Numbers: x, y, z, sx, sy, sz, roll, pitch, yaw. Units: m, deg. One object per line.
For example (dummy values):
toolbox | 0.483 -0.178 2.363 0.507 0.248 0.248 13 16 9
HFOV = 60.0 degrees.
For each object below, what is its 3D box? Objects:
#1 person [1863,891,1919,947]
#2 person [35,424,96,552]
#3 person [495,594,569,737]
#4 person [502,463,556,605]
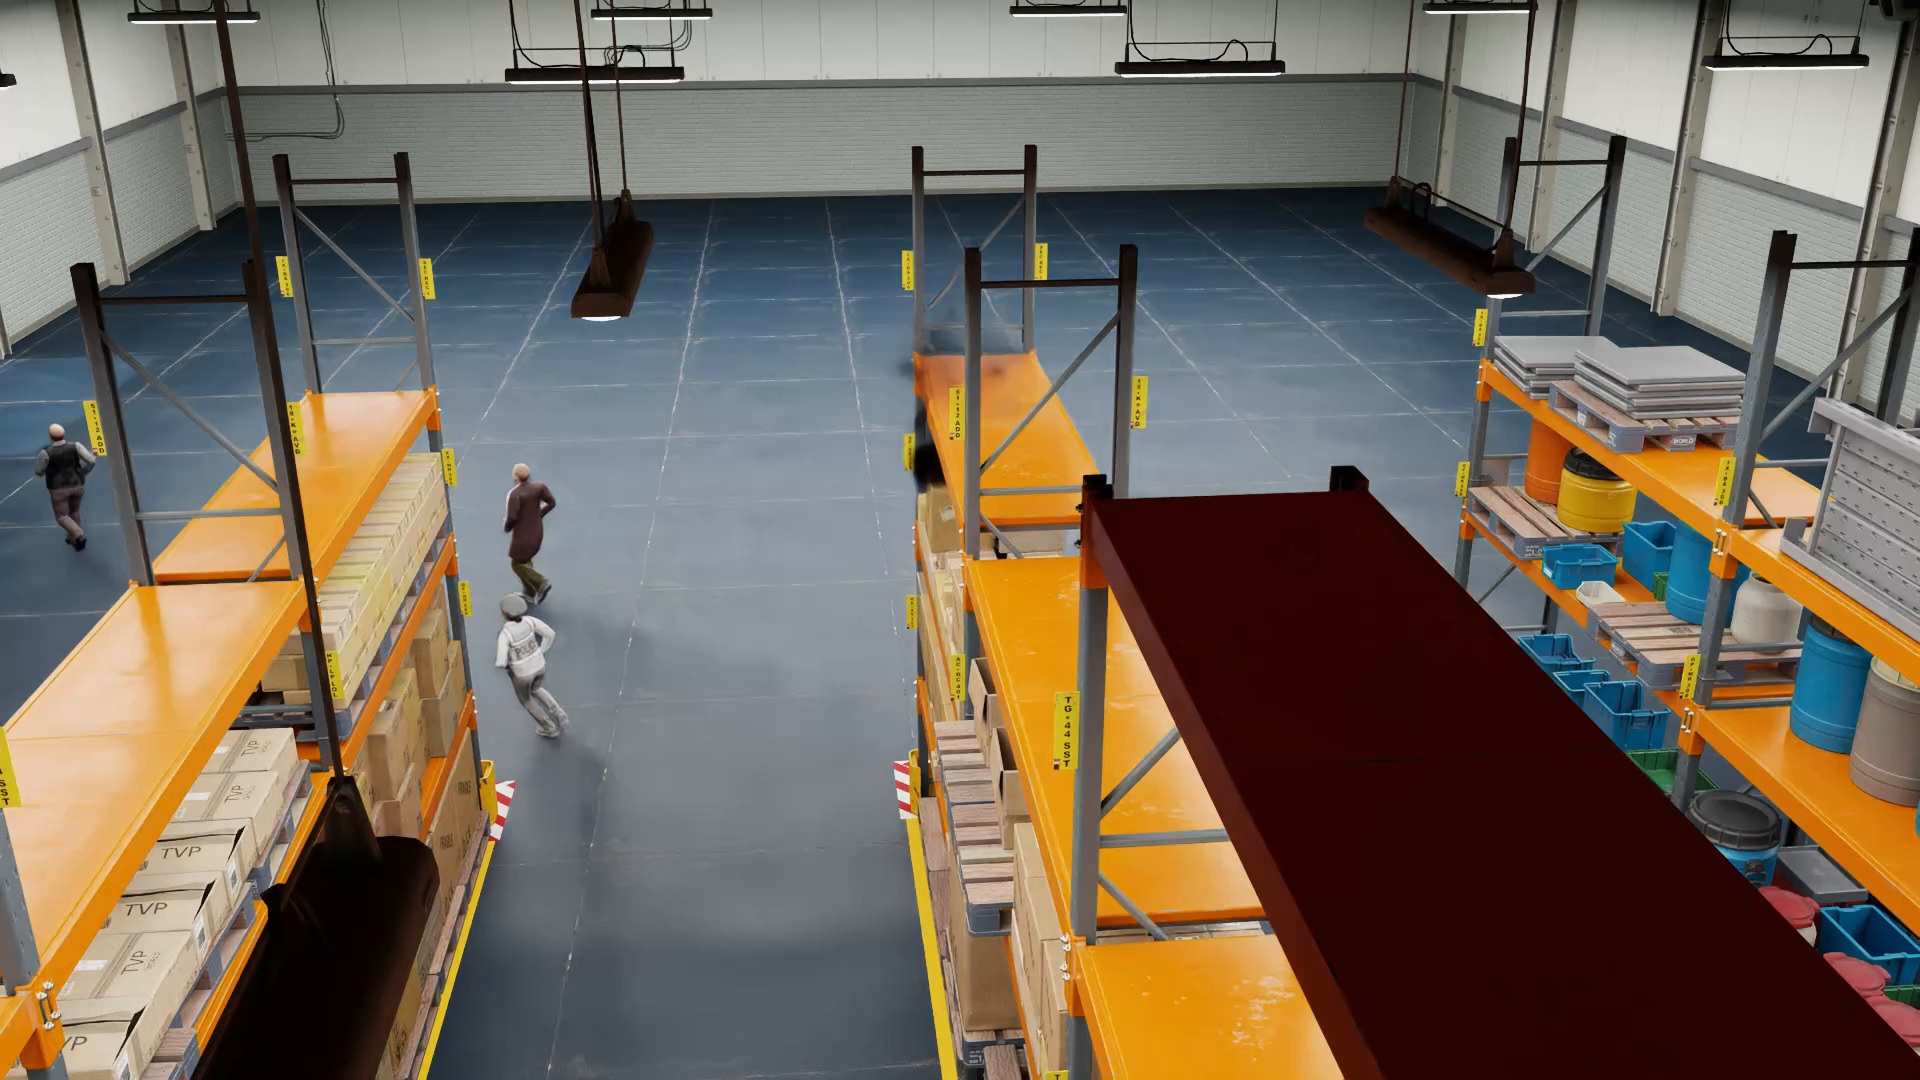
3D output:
person | 7.336 2.621 12.872 0.608 1.608 0.607 -8 23 -20
person | -11.253 -0.652 20.974 0.896 1.698 0.668 18 28 38
person | -4.243 1.266 16.255 0.532 1.613 0.633 16 27 35
person | -5.018 -0.062 19.438 0.705 1.750 0.721 14 25 31
